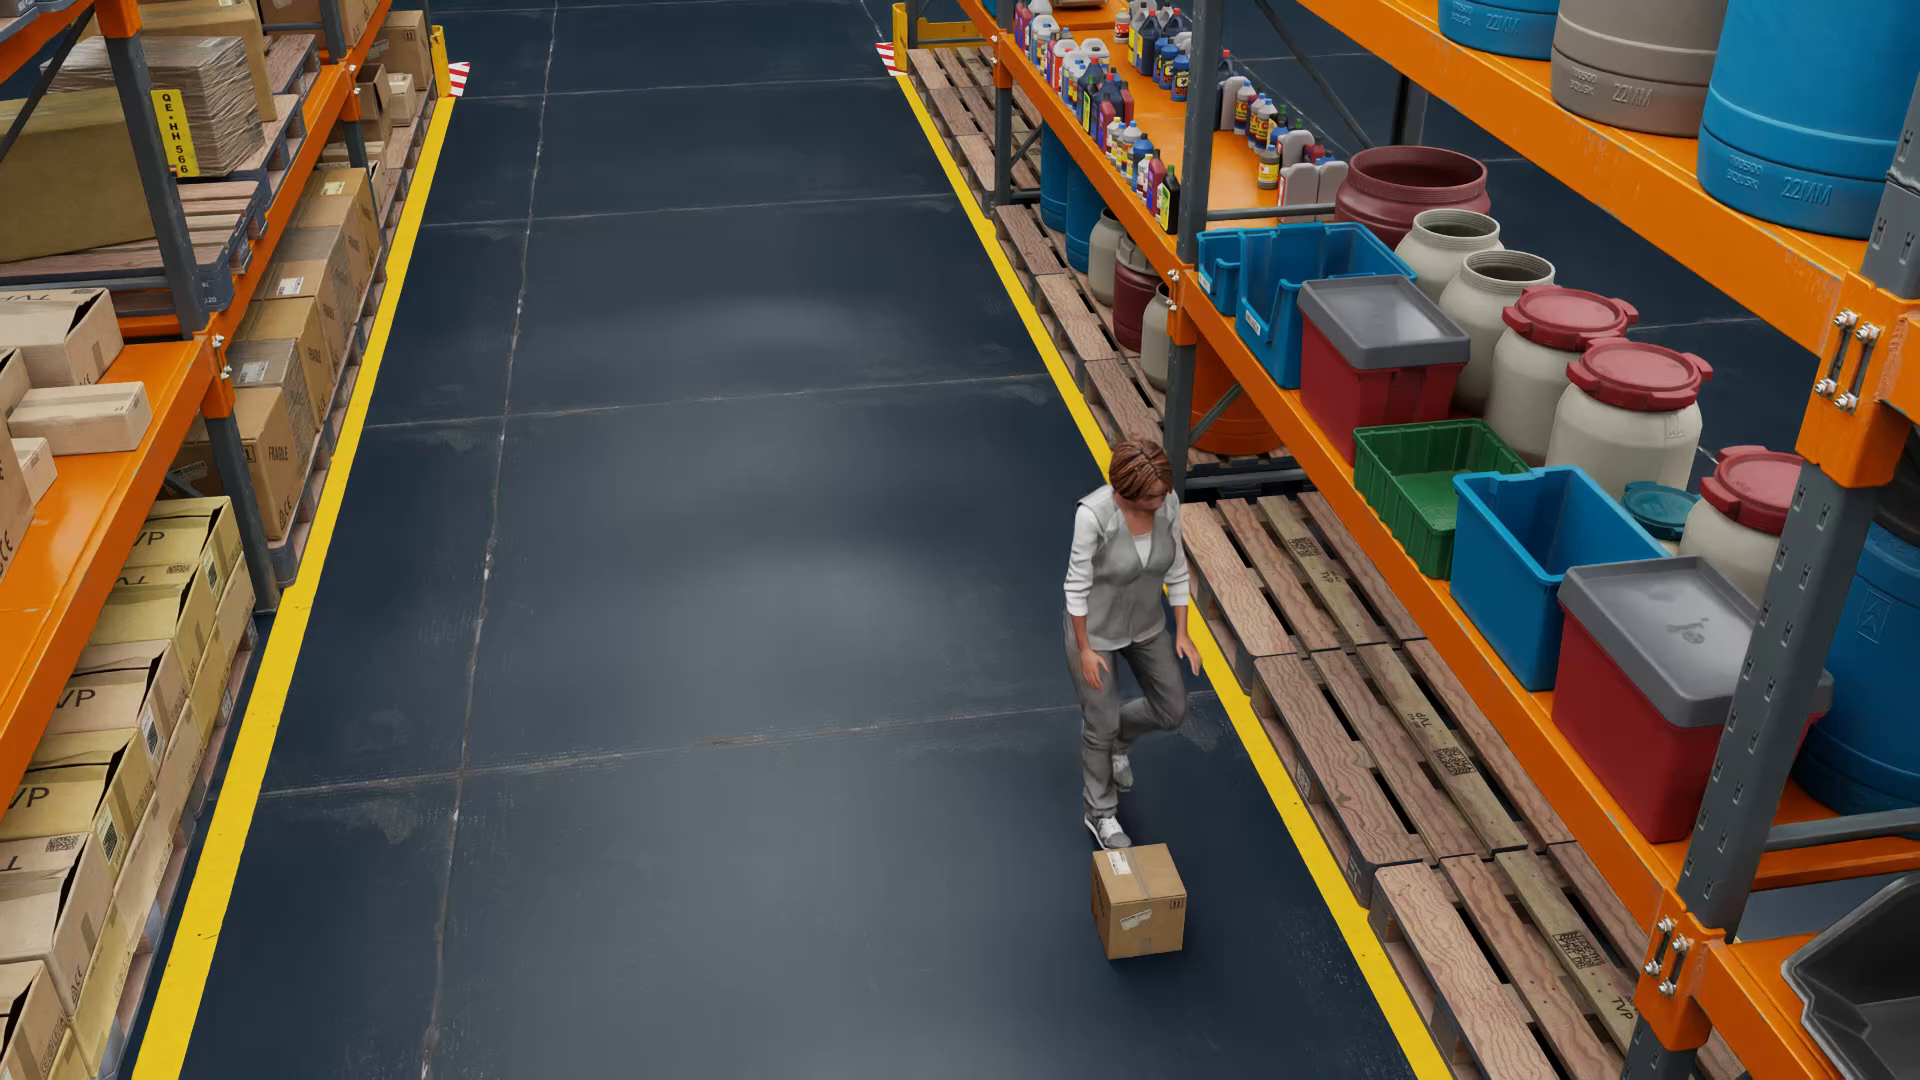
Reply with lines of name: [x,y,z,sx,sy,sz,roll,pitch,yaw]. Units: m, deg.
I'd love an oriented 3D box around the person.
person: [0.548,0.336,5.565,0.428,1.589,0.544,-15,34,-23]
